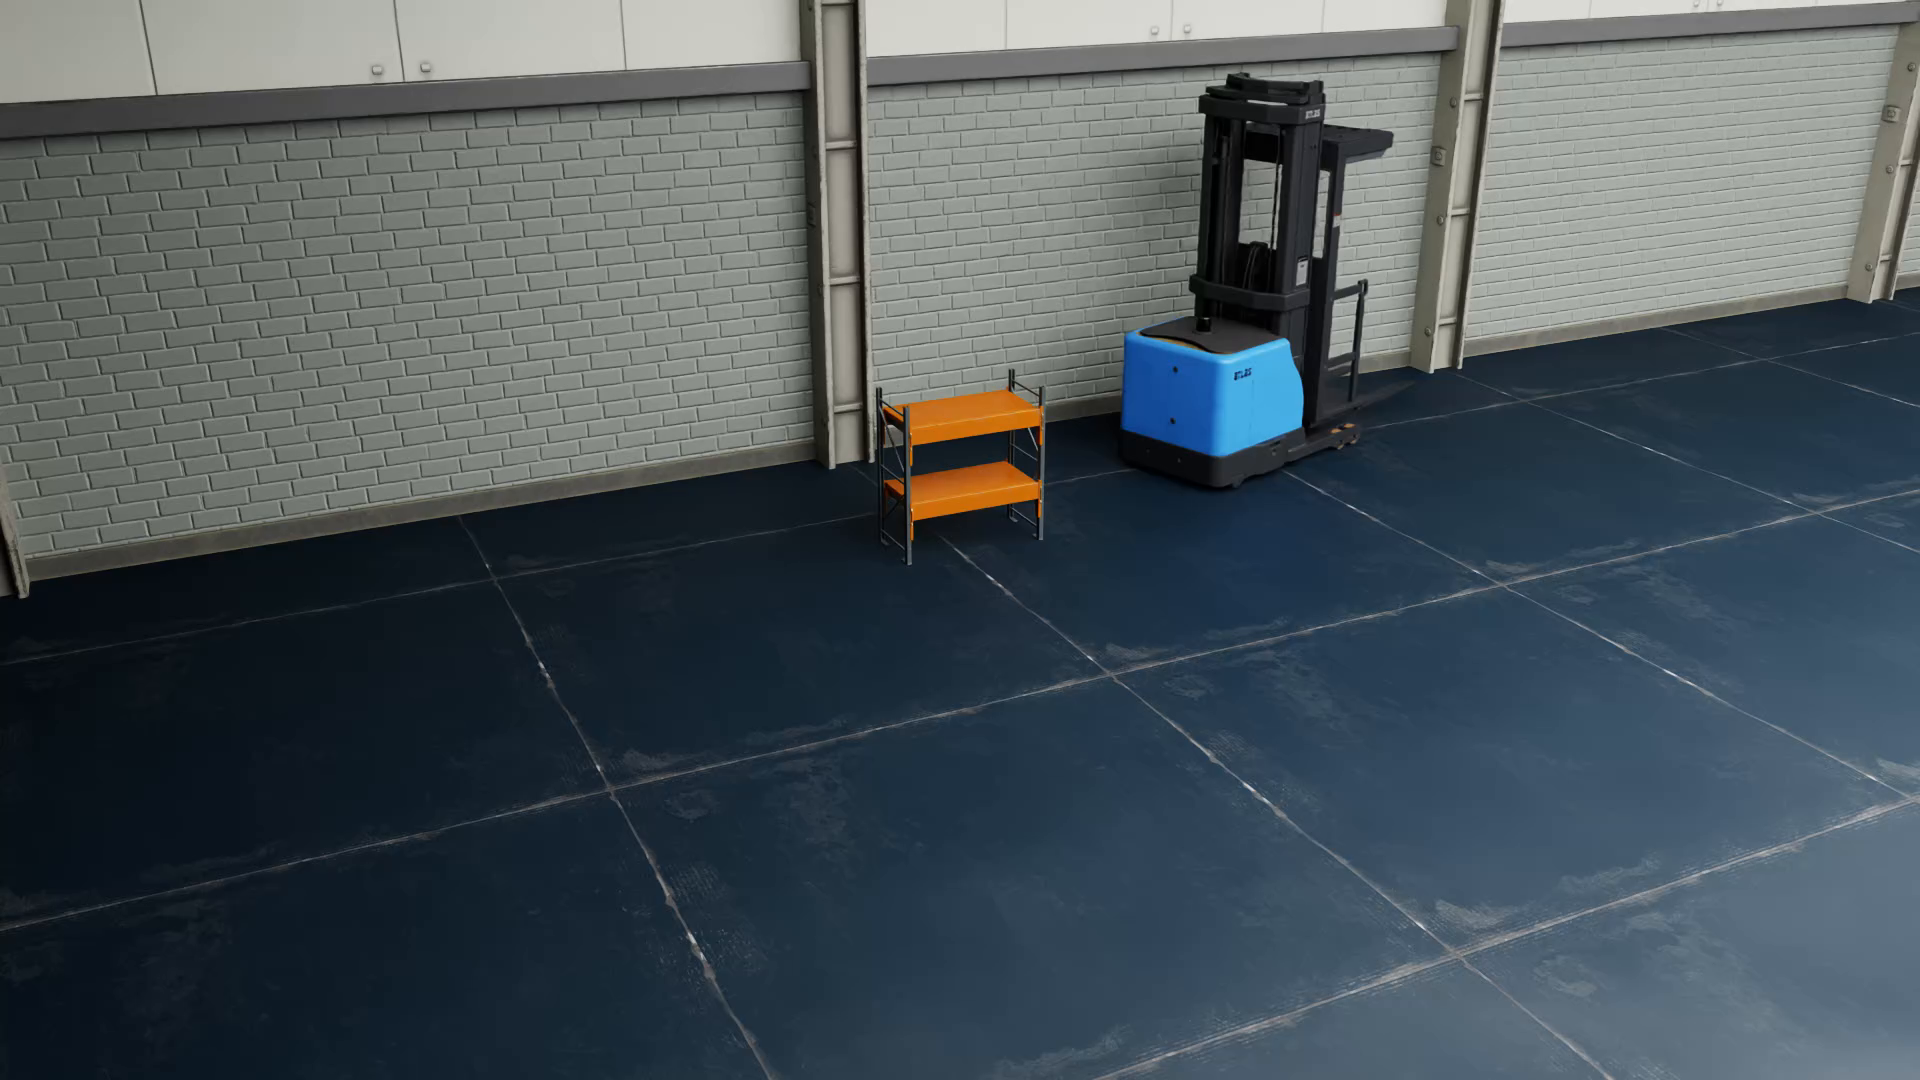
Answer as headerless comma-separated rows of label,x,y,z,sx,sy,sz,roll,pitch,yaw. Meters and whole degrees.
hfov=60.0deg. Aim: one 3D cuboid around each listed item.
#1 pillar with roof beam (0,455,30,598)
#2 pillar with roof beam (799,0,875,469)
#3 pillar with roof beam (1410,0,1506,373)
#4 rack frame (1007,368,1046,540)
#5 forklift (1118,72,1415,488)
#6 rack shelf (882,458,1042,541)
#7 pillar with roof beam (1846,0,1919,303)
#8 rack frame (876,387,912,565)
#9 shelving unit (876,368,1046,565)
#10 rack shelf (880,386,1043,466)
pillar with roof beam,-4.460,-2.322,5.594,0.400,9.000,9.100,-10,25,-24
pillar with roof beam,0.946,-3.317,7.998,0.400,9.000,9.100,-10,25,-24
pillar with roof beam,6.353,-4.313,10.403,0.400,9.000,9.100,-10,25,-24
rack frame,0.464,-0.605,11.741,0.032,1.125,0.500,-10,25,-24
forklift,2.656,-2.217,13.274,3.031,2.935,1.130,-21,30,-40
rack shelf,0.006,-0.295,11.631,1.000,0.278,0.538,-10,25,-24
pillar with roof beam,11.759,-5.308,12.807,0.400,9.000,9.100,-10,25,-24
rack frame,-0.452,-0.437,11.334,0.032,1.125,0.500,-10,25,-24
shelving unit,0.006,-0.521,11.538,1.048,1.125,0.538,-10,25,-24
rack shelf,0.006,-0.791,11.426,1.000,0.278,0.538,-10,25,-24
